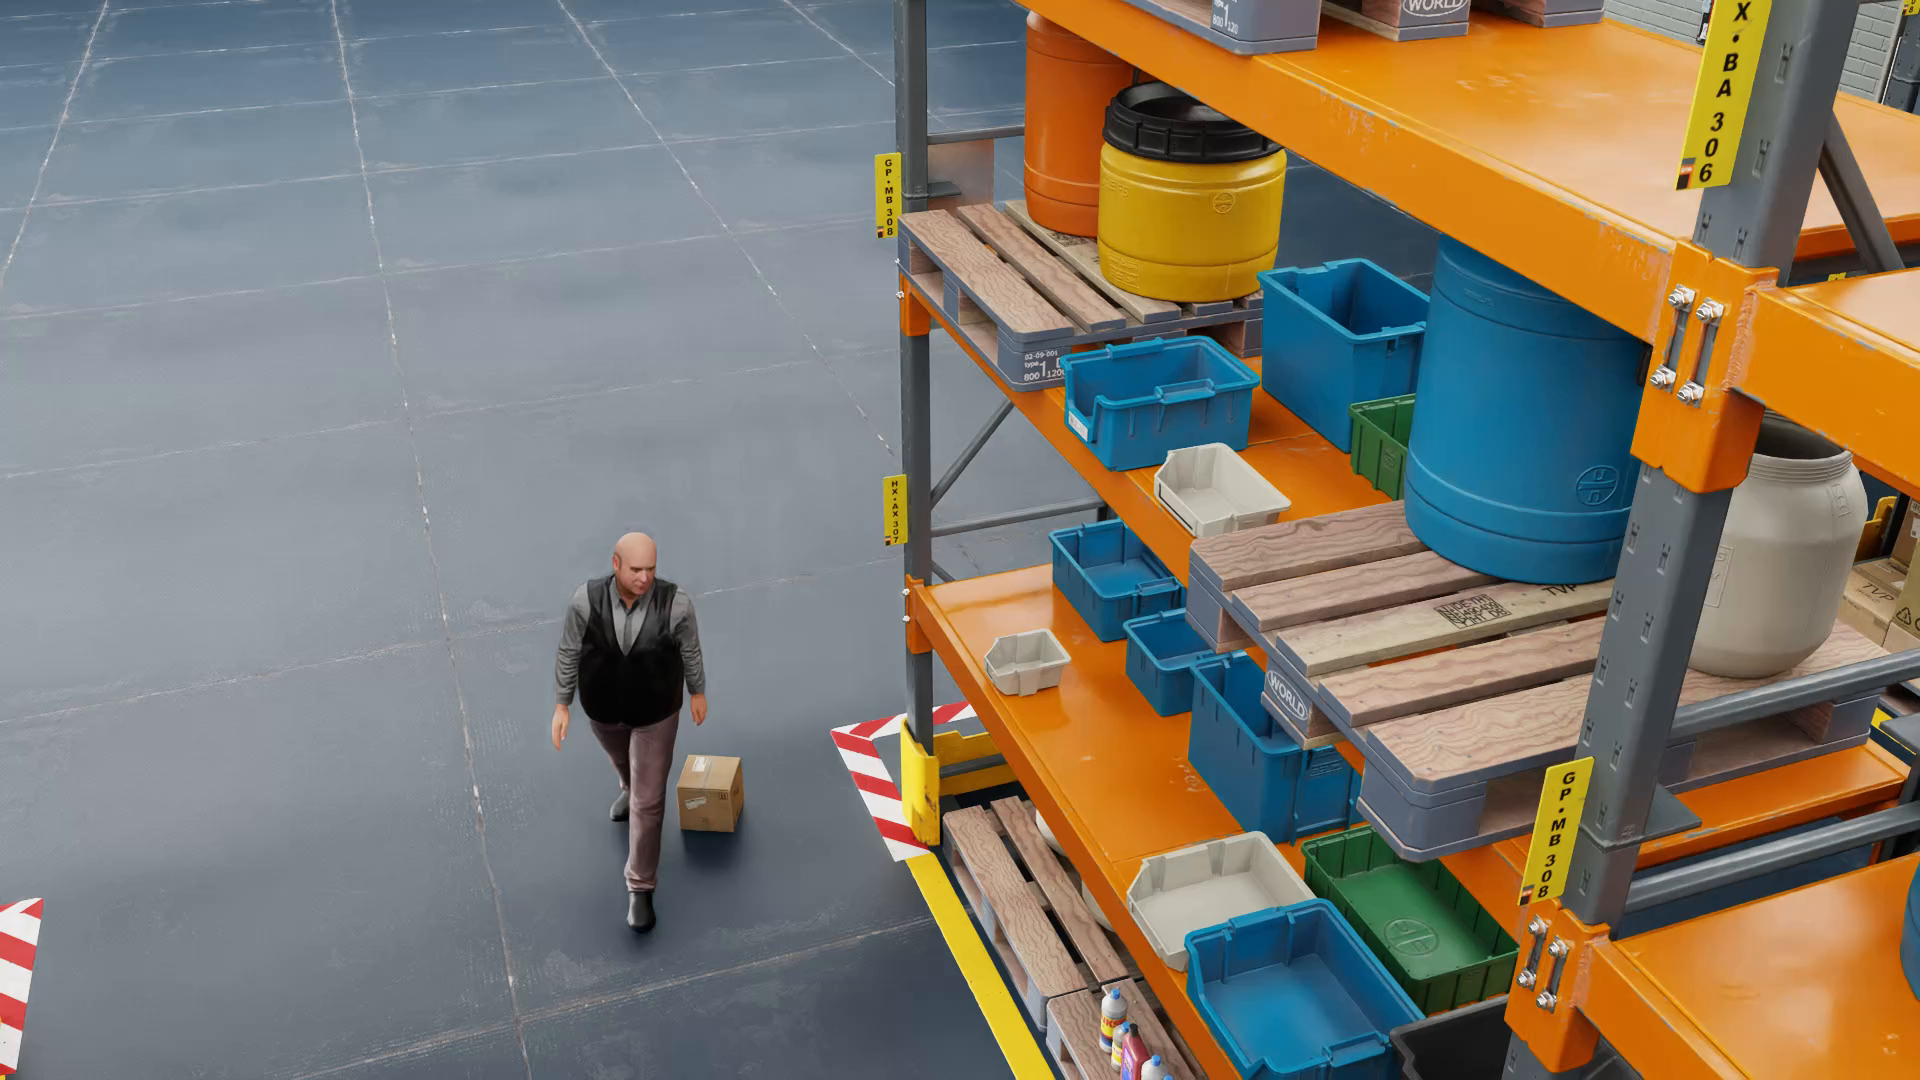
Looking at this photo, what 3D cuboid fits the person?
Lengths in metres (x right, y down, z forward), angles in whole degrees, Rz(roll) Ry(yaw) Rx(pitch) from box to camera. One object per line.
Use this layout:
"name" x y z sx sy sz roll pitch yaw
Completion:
"person" -1.414 0.732 7.096 0.606 1.675 0.999 2 30 4
